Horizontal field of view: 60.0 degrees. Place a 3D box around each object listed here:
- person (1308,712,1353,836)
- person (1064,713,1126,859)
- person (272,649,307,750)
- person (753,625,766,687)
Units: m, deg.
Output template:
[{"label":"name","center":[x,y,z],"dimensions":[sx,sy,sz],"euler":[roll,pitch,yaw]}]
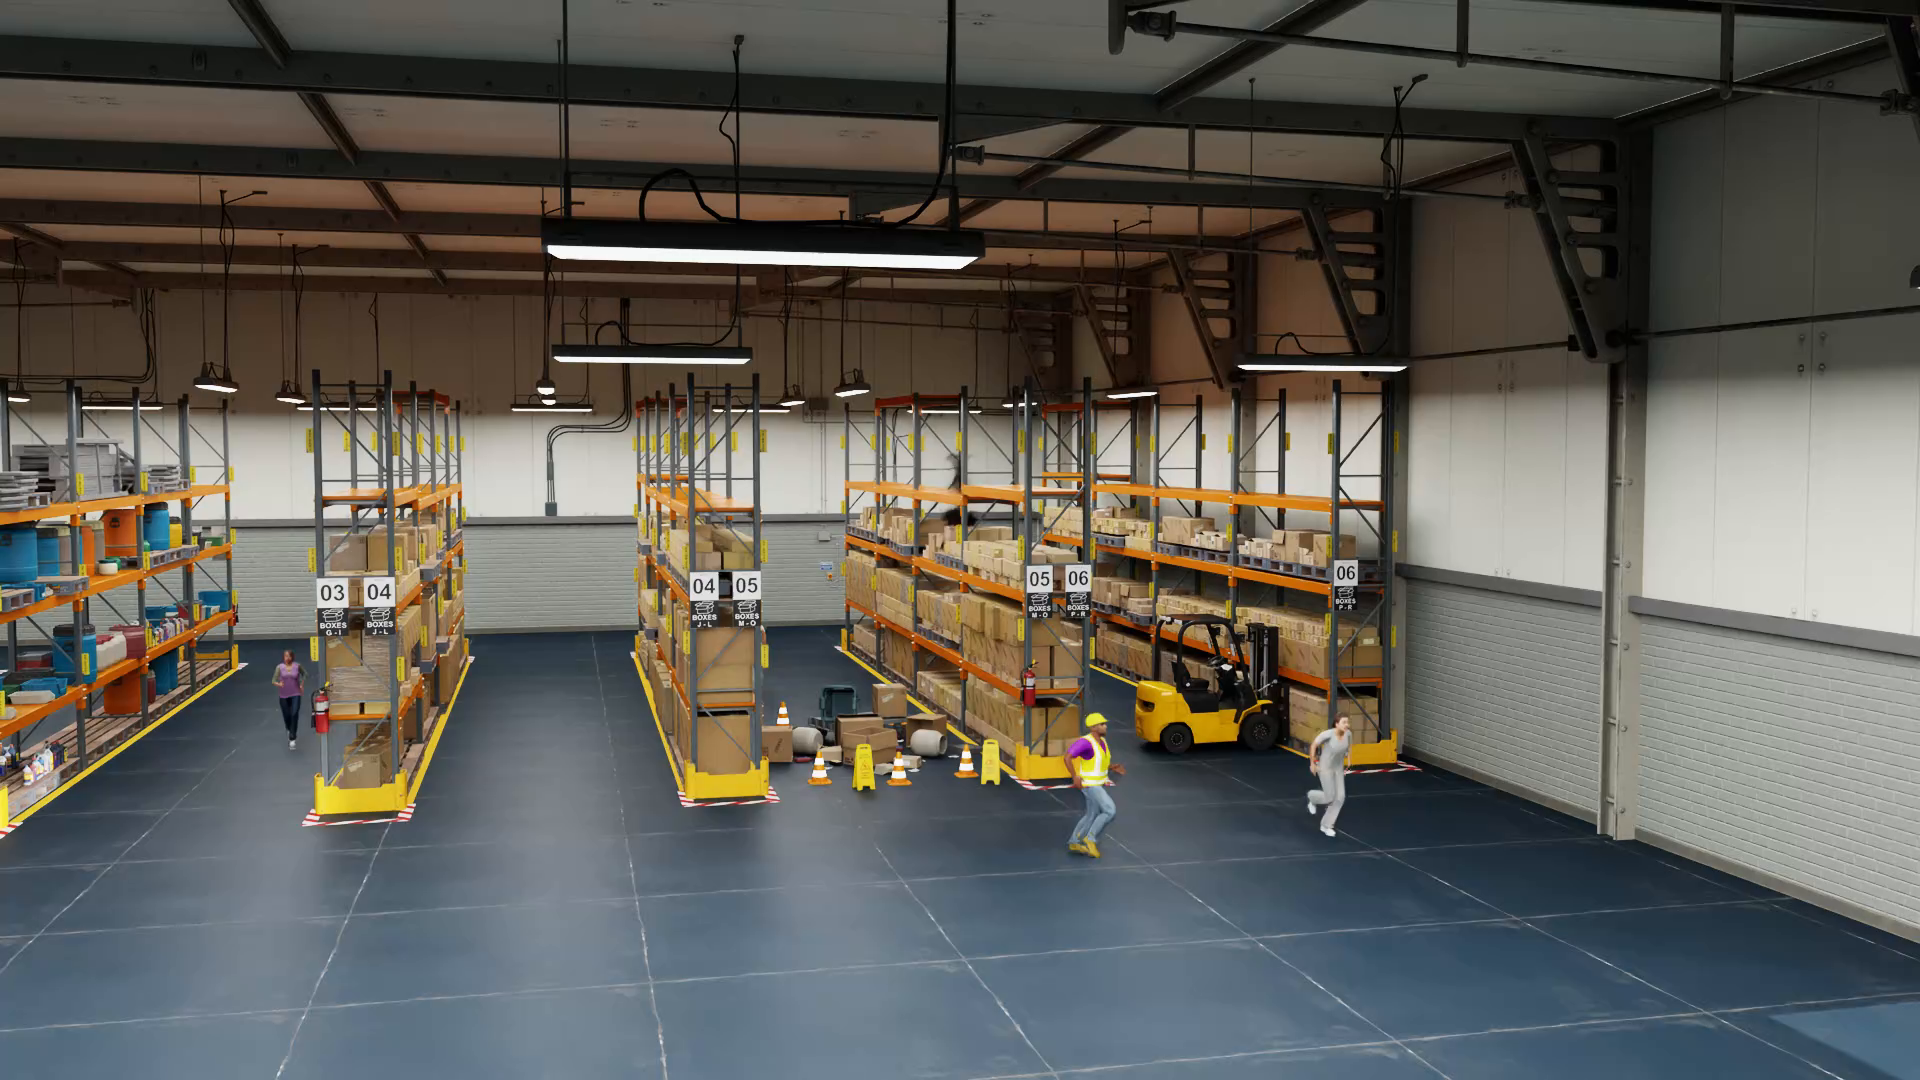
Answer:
[{"label":"person","center":[4.758,2.986,21.458],"dimensions":[0.557,1.605,0.743],"euler":[-2,4,-27]},{"label":"person","center":[1.631,2.964,20.149],"dimensions":[0.710,1.738,0.694],"euler":[2,4,26]},{"label":"person","center":[-11.091,2.604,27.511],"dimensions":[0.536,1.609,0.875],"euler":[-1,3,-18]},{"label":"person","center":[-4.280,2.315,34.080],"dimensions":[0.610,1.512,1.077],"euler":[0,3,-1]}]
